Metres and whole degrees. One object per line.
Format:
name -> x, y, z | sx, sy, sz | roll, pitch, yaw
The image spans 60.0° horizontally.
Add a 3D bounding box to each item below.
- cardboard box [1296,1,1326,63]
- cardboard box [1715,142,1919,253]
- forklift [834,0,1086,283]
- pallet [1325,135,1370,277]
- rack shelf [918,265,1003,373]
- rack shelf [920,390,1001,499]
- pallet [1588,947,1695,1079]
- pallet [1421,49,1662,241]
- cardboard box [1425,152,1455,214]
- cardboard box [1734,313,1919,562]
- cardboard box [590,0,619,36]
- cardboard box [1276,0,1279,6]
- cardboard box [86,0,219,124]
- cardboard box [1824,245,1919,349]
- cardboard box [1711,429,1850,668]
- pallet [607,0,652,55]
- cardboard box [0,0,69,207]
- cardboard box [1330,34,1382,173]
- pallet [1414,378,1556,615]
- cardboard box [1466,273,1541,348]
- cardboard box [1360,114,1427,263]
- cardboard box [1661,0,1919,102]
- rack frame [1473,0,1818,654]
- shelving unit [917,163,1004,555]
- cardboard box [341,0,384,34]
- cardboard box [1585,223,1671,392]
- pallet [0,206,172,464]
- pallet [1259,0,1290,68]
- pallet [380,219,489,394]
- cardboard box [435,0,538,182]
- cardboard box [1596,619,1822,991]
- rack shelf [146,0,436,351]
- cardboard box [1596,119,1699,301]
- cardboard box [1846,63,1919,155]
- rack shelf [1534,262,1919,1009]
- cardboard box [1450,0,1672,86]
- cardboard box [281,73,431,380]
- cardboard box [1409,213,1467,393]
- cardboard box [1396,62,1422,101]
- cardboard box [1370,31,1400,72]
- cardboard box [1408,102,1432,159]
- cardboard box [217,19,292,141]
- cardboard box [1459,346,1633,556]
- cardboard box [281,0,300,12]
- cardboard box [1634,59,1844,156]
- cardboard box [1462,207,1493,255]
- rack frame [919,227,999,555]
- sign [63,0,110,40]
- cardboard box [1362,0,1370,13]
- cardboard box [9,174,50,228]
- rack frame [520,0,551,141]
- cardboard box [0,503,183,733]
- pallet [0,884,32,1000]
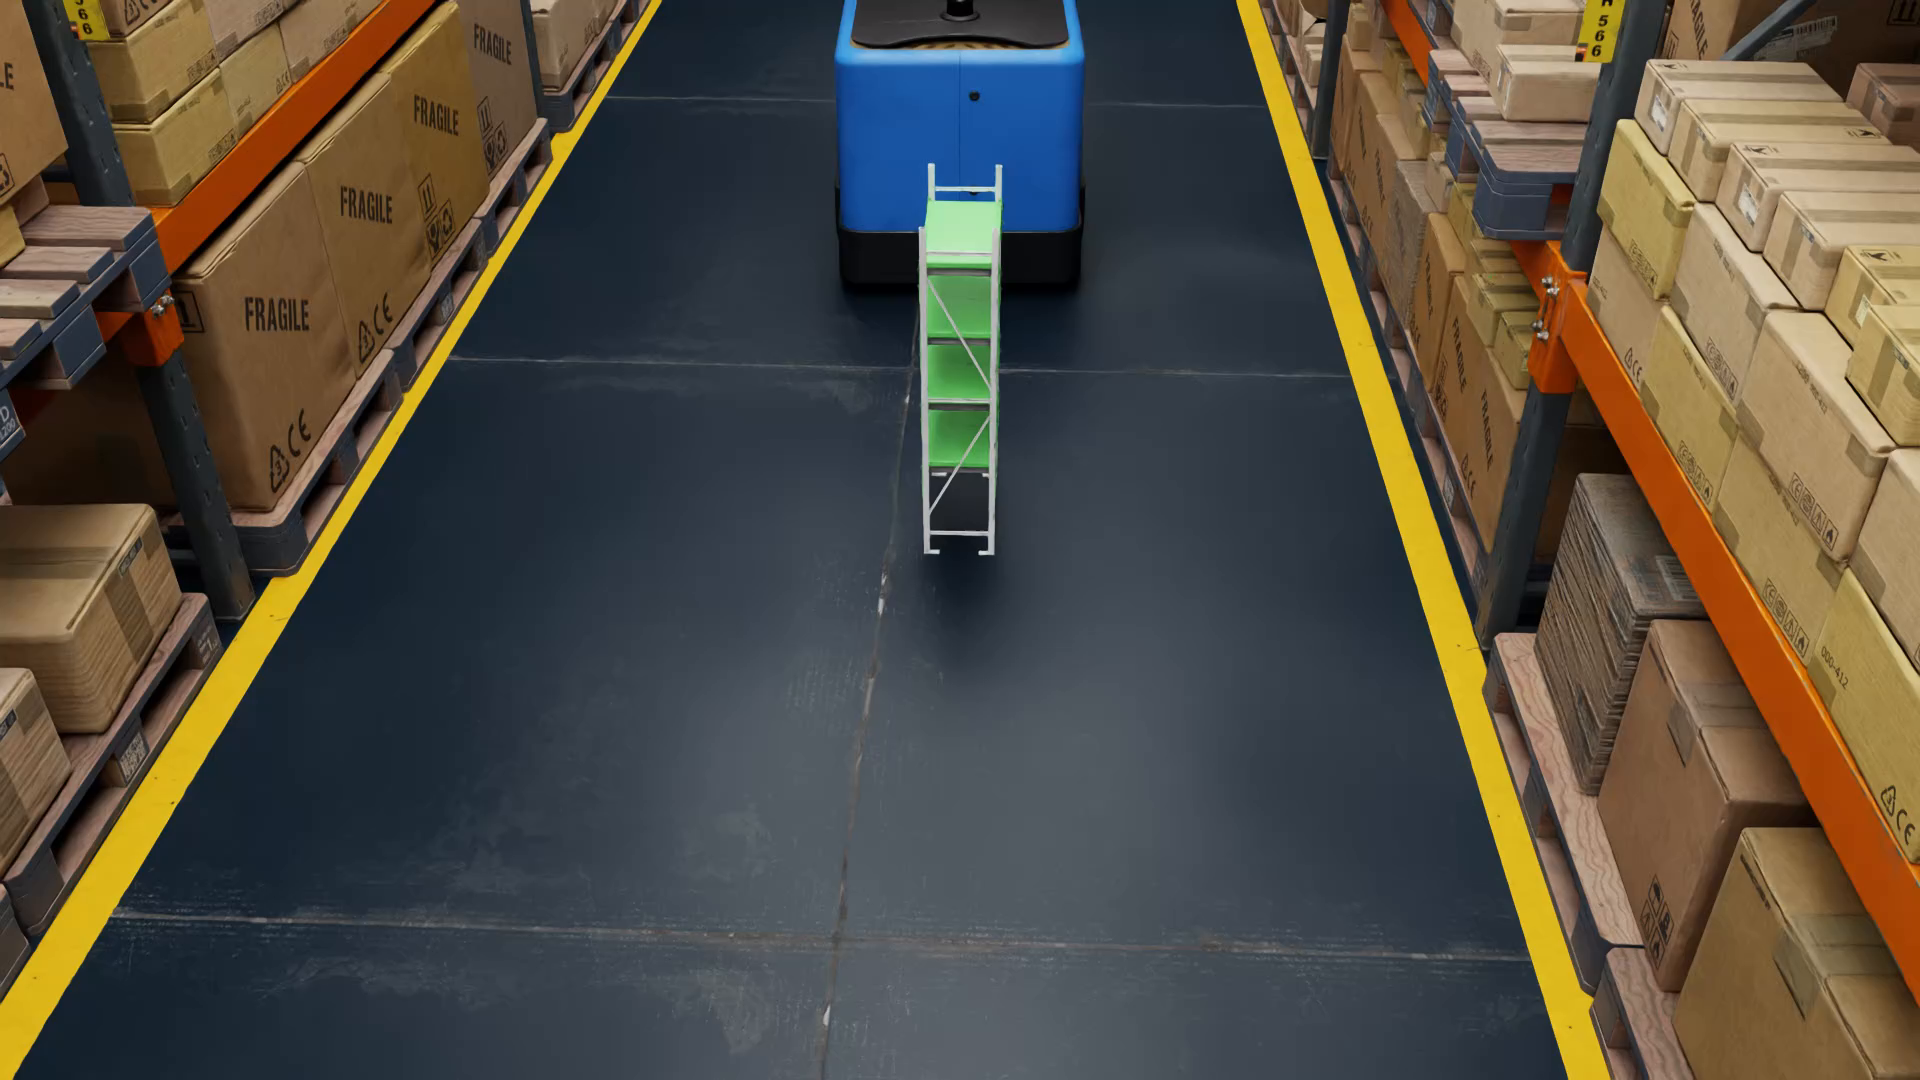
cardboard box -> 2.050, -2.777, 9.106 | 0.396, 0.266, 0.258 | 3, 35, 4
cardboard box -> 1.845, -0.722, 3.518 | 0.380, 0.149, 0.250 | 2, 35, 3
forklift -> 0.000, -3.124, 7.645 | 1.130, 2.935, 3.031 | 0, 35, 0
pallet -> 2.312, -1.583, 7.819 | 1.003, 0.211, 1.213 | 1, 35, 2
rack shelf -> 0.007, -0.730, 5.439 | 0.258, 0.148, 0.480 | 1, 35, 2
rack shelf -> 0.007, -0.337, 5.715 | 0.258, 0.148, 0.480 | 1, 35, 2
pallet -> 2.023, 1.418, 3.549 | 1.003, 0.211, 1.213 | 1, 35, 2
pallet -> 2.104, -1.207, 5.025 | 1.213, 0.211, 1.003 | 1, 35, 2
cardboard box -> 1.995, -1.359, 6.320 | 0.380, 0.149, 0.250 | 0, 35, 0
cardboard box -> 1.824, -0.200, 3.121 | 0.500, 0.250, 0.500 | 0, 35, 1
cardboard box -> -2.485, -3.301, 9.701 | 0.875, 0.438, 0.875 | 0, 35, 0
cardboard box -> 2.154, -3.499, 9.928 | 0.500, 0.500, 0.500 | 2, 35, 3
cardboard box -> -2.546, -1.435, 4.879 | 0.500, 0.250, 0.500 | 1, 35, 2
cardboard box -> 1.867, -0.427, 3.098 | 0.380, 0.149, 0.250 | 2, 35, 2
cardboard box -> 1.846, 0.002, 3.269 | 0.500, 0.250, 0.500 | 0, 35, 0
pallet -> -2.498, -3.302, 10.264 | 1.003, 0.211, 1.213 | 1, 35, 2
cardboard box -> -2.554, -1.073, 3.958 | 0.500, 0.500, 0.500 | 0, 35, 1
cardboard box -> 2.063, -2.069, 7.893 | 0.500, 0.500, 0.500 | 3, 35, 4
pallet -> 2.214, -0.181, 5.824 | 1.003, 0.211, 1.213 | 1, 35, 2
cardboard box -> 1.893, -0.756, 5.461 | 0.380, 0.149, 0.250 | 0, 35, -1
cardboard box -> 2.027, -1.476, 7.050 | 0.500, 0.500, 0.500 | 0, 35, 0
cardboard box -> 2.323, -1.399, 4.680 | 0.500, 0.500, 0.500 | 3, 35, 4
rack frame -> 2.146, -0.894, 4.413 | 1.000, 3.000, 0.127 | 1, 35, 2
shelving unit -> 0.007, -0.586, 5.540 | 0.258, 1.200, 0.503 | 1, 35, 2
cardboard box -> -2.496, -2.101, 6.261 | 0.500, 0.250, 0.500 | 1, 35, 2
cardboard box -> 1.884, -0.583, 4.102 | 0.500, 0.250, 0.500 | 1, 35, 2
pallet -> -2.736, -0.516, 4.043 | 1.213, 0.211, 1.003 | 1, 35, 2
pallet -> 2.382, -3.148, 10.047 | 1.003, 0.211, 1.213 | 1, 35, 2
pallet -> -2.655, -1.016, 7.012 | 1.003, 0.211, 1.213 | 1, 35, 2
cardboard box -> -2.598, -2.249, 7.824 | 0.875, 0.875, 0.875 | 2, 35, 3
cardboard box -> 2.089, 0.639, 3.932 | 0.875, 0.625, 0.625 | 2, 35, 3
rack shelf -> -2.733, -1.861, 6.415 | 1.077, 0.370, 4.000 | 1, 35, 2
cardboard box -> 1.860, -0.788, 3.959 | 0.500, 0.250, 0.500 | 1, 35, 2
cardboard box -> 2.336, -1.009, 3.926 | 0.380, 0.149, 0.250 | 2, 35, 3
rack shelf -> 2.066, 0.549, 2.985 | 1.077, 0.370, 4.000 | 1, 35, 2
cardboard box -> 1.865, -1.618, 5.209 | 0.500, 0.250, 0.500 | 0, 35, 0
cardboard box -> -2.663, -1.216, 6.355 | 0.875, 0.875, 0.875 | 2, 35, 2
cardboard box -> 1.998, -0.879, 6.201 | 0.500, 0.500, 0.500 | 3, 35, 4
cardboard box -> 2.097, -1.940, 7.147 | 0.380, 0.149, 0.250 | 1, 35, 1
cardboard box -> 2.093, -2.246, 7.581 | 0.380, 0.149, 0.250 | 0, 35, 1
cardboard box -> 2.037, -1.655, 6.741 | 0.380, 0.149, 0.250 | 3, 35, 4
cardboard box -> -2.539, -1.516, 5.429 | 0.500, 0.250, 0.500 | 0, 35, 1
cardboard box -> 1.949, -0.291, 5.364 | 0.500, 0.500, 0.500 | 2, 35, 3
cardboard box -> -2.492, -2.018, 5.708 | 0.500, 0.250, 0.500 | 1, 35, 2
cardboard box -> 1.839, -1.024, 3.947 | 0.380, 0.149, 0.250 | 2, 35, 3
cardboard box -> 2.004, -1.057, 5.889 | 0.380, 0.149, 0.250 | 2, 35, 3
rack frame -> -0.003, -0.446, 5.341 | 0.240, 1.200, 0.015 | 1, 35, 2
sign -> -2.271, -1.441, 4.253 | 0.100, 0.325, 0.005 | 1, 35, 2
cardboard box -> 2.087, -2.527, 7.723 | 0.380, 0.149, 0.250 | 1, 35, 1
cardboard box -> -2.591, -0.882, 4.249 | 0.380, 0.149, 0.250 | 3, 35, 4
rack frame -> -2.653, -3.305, 7.843 | 1.000, 3.000, 0.127 | 1, 35, 2
cardboard box -> -2.846, 0.221, 4.747 | 0.950, 0.372, 0.625 | -1, 35, -1
pallet -> -2.898, 1.282, 3.742 | 1.003, 0.211, 1.213 | 1, 35, 2
